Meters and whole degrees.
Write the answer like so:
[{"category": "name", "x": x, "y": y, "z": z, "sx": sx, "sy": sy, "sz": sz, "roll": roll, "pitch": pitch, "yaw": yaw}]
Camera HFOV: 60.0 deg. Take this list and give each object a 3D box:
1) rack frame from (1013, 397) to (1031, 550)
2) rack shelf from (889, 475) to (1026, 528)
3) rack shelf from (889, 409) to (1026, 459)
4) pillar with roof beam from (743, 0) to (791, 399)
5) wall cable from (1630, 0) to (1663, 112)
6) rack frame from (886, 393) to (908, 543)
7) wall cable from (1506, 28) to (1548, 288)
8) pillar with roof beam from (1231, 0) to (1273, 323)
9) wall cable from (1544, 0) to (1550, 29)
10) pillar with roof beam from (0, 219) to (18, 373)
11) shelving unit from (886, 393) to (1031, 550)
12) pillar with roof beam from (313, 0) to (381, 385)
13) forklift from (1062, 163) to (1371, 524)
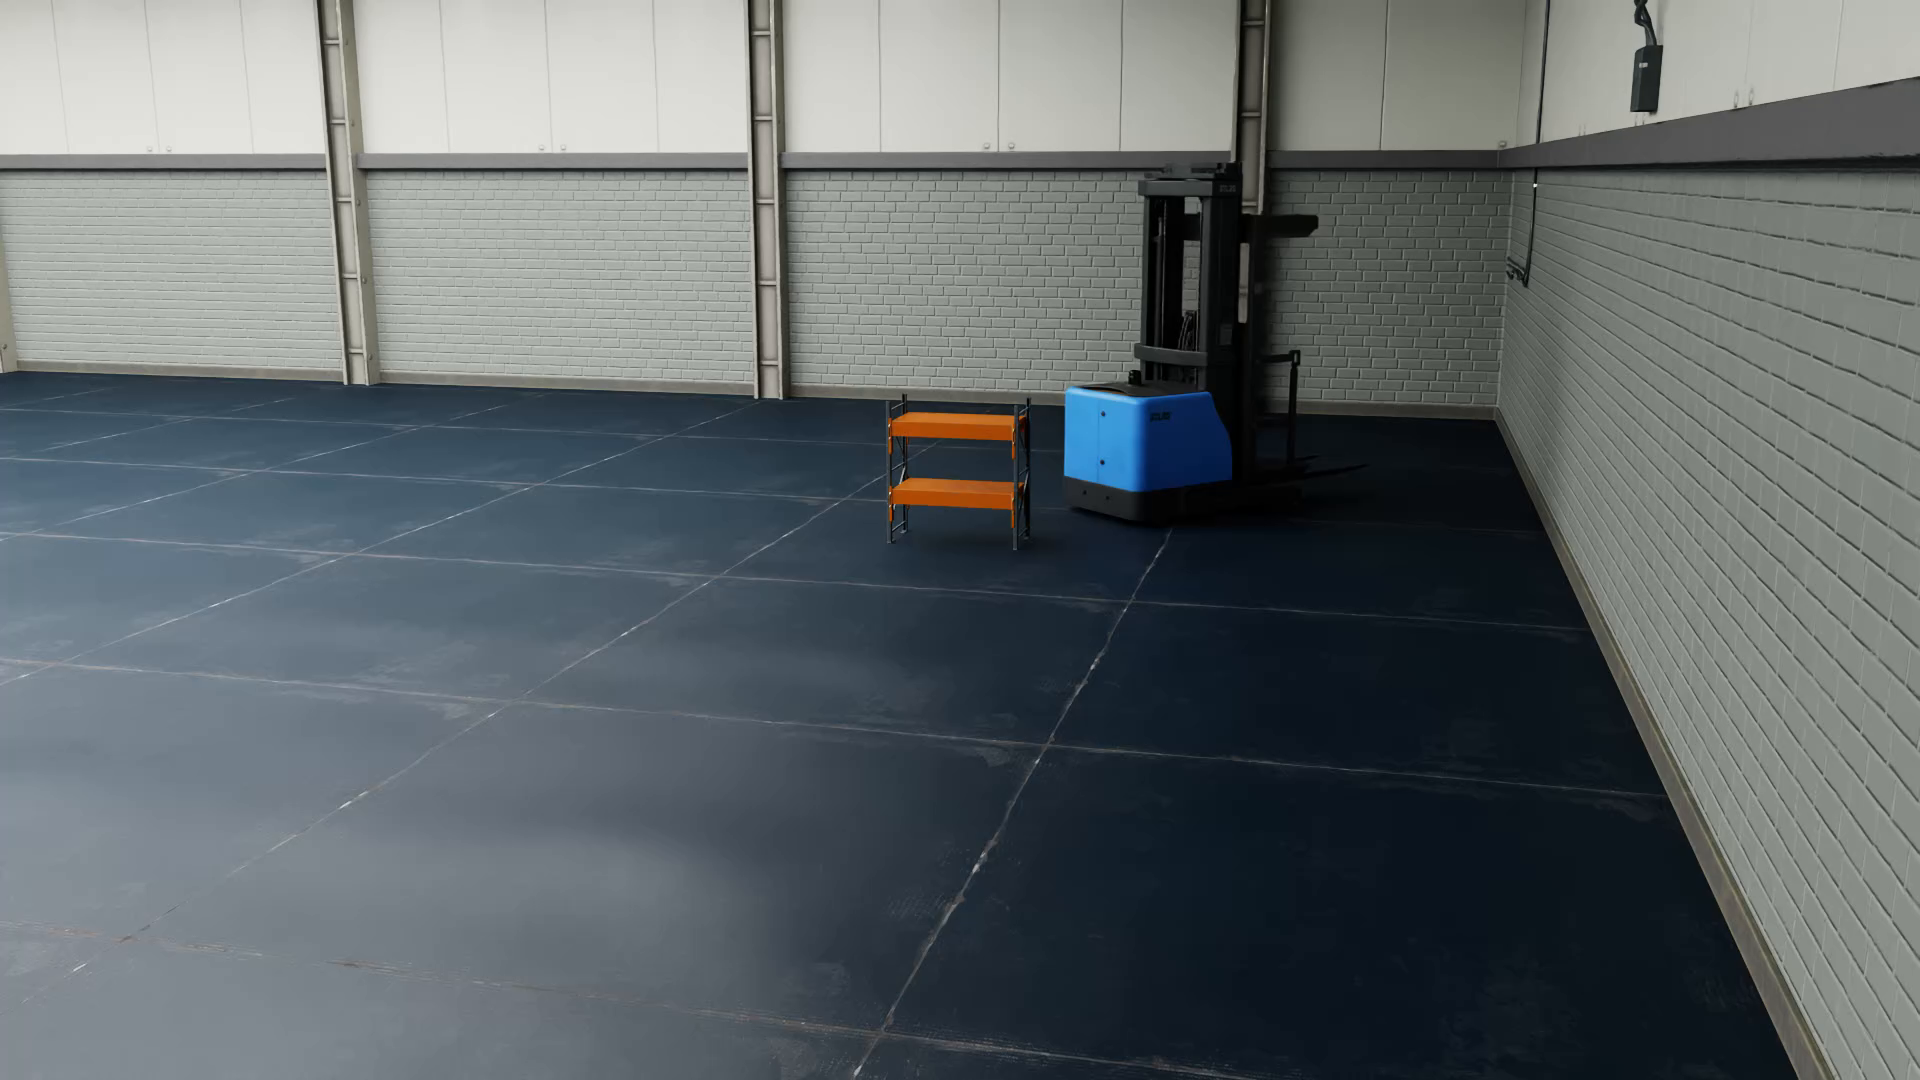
[{"category": "rack frame", "x": 0.487, "y": -0.523, "z": 12.995, "sx": 0.032, "sy": 1.125, "sz": 0.500, "roll": 3, "pitch": 13, "yaw": 14}, {"category": "rack shelf", "x": -0.007, "y": -0.311, "z": 13.166, "sx": 1.000, "sy": 0.278, "sz": 0.538, "roll": 3, "pitch": 13, "yaw": 14}, {"category": "rack shelf", "x": -0.007, "y": -0.835, "z": 13.050, "sx": 1.000, "sy": 0.278, "sz": 0.538, "roll": 3, "pitch": 13, "yaw": 14}, {"category": "pillar with roof beam", "x": -3.463, "y": -5.341, "z": 16.530, "sx": 0.400, "sy": 9.000, "sz": 9.100, "roll": 3, "pitch": 13, "yaw": 14}, {"category": "wall cable", "x": 3.647, "y": -5.168, "z": 7.902, "sx": 0.169, "sy": 6.003, "sz": 2.305, "roll": 3, "pitch": 13, "yaw": 14}, {"category": "rack frame", "x": -0.500, "y": -0.576, "z": 13.232, "sx": 0.032, "sy": 1.125, "sz": 0.500, "roll": 3, "pitch": 13, "yaw": 14}, {"category": "wall cable", "x": 5.937, "y": -3.988, "z": 17.601, "sx": 0.112, "sy": 2.526, "sz": 3.097, "roll": 3, "pitch": 13, "yaw": 14}, {"category": "pillar with roof beam", "x": 2.362, "y": -5.029, "z": 15.127, "sx": 0.400, "sy": 9.000, "sz": 9.100, "roll": 3, "pitch": 13, "yaw": 14}, {"category": "wall cable", "x": 5.289, "y": -5.885, "z": 14.490, "sx": 0.112, "sy": 2.526, "sz": 3.097, "roll": 3, "pitch": 13, "yaw": 14}, {"category": "pillar with roof beam", "x": -15.113, "y": -5.964, "z": 19.337, "sx": 0.400, "sy": 9.000, "sz": 9.100, "roll": 3, "pitch": 13, "yaw": 14}, {"category": "shelving unit", "x": -0.007, "y": -0.549, "z": 13.113, "sx": 1.048, "sy": 1.125, "sz": 0.538, "roll": 3, "pitch": 13, "yaw": 14}, {"category": "pillar with roof beam", "x": -9.288, "y": -5.652, "z": 17.934, "sx": 0.400, "sy": 9.000, "sz": 9.100, "roll": 3, "pitch": 13, "yaw": 14}, {"category": "forklift", "x": 2.381, "y": -1.788, "z": 14.527, "sx": 3.031, "sy": 2.935, "sz": 1.130, "roll": -9, "pitch": 15, "yaw": -34}]
